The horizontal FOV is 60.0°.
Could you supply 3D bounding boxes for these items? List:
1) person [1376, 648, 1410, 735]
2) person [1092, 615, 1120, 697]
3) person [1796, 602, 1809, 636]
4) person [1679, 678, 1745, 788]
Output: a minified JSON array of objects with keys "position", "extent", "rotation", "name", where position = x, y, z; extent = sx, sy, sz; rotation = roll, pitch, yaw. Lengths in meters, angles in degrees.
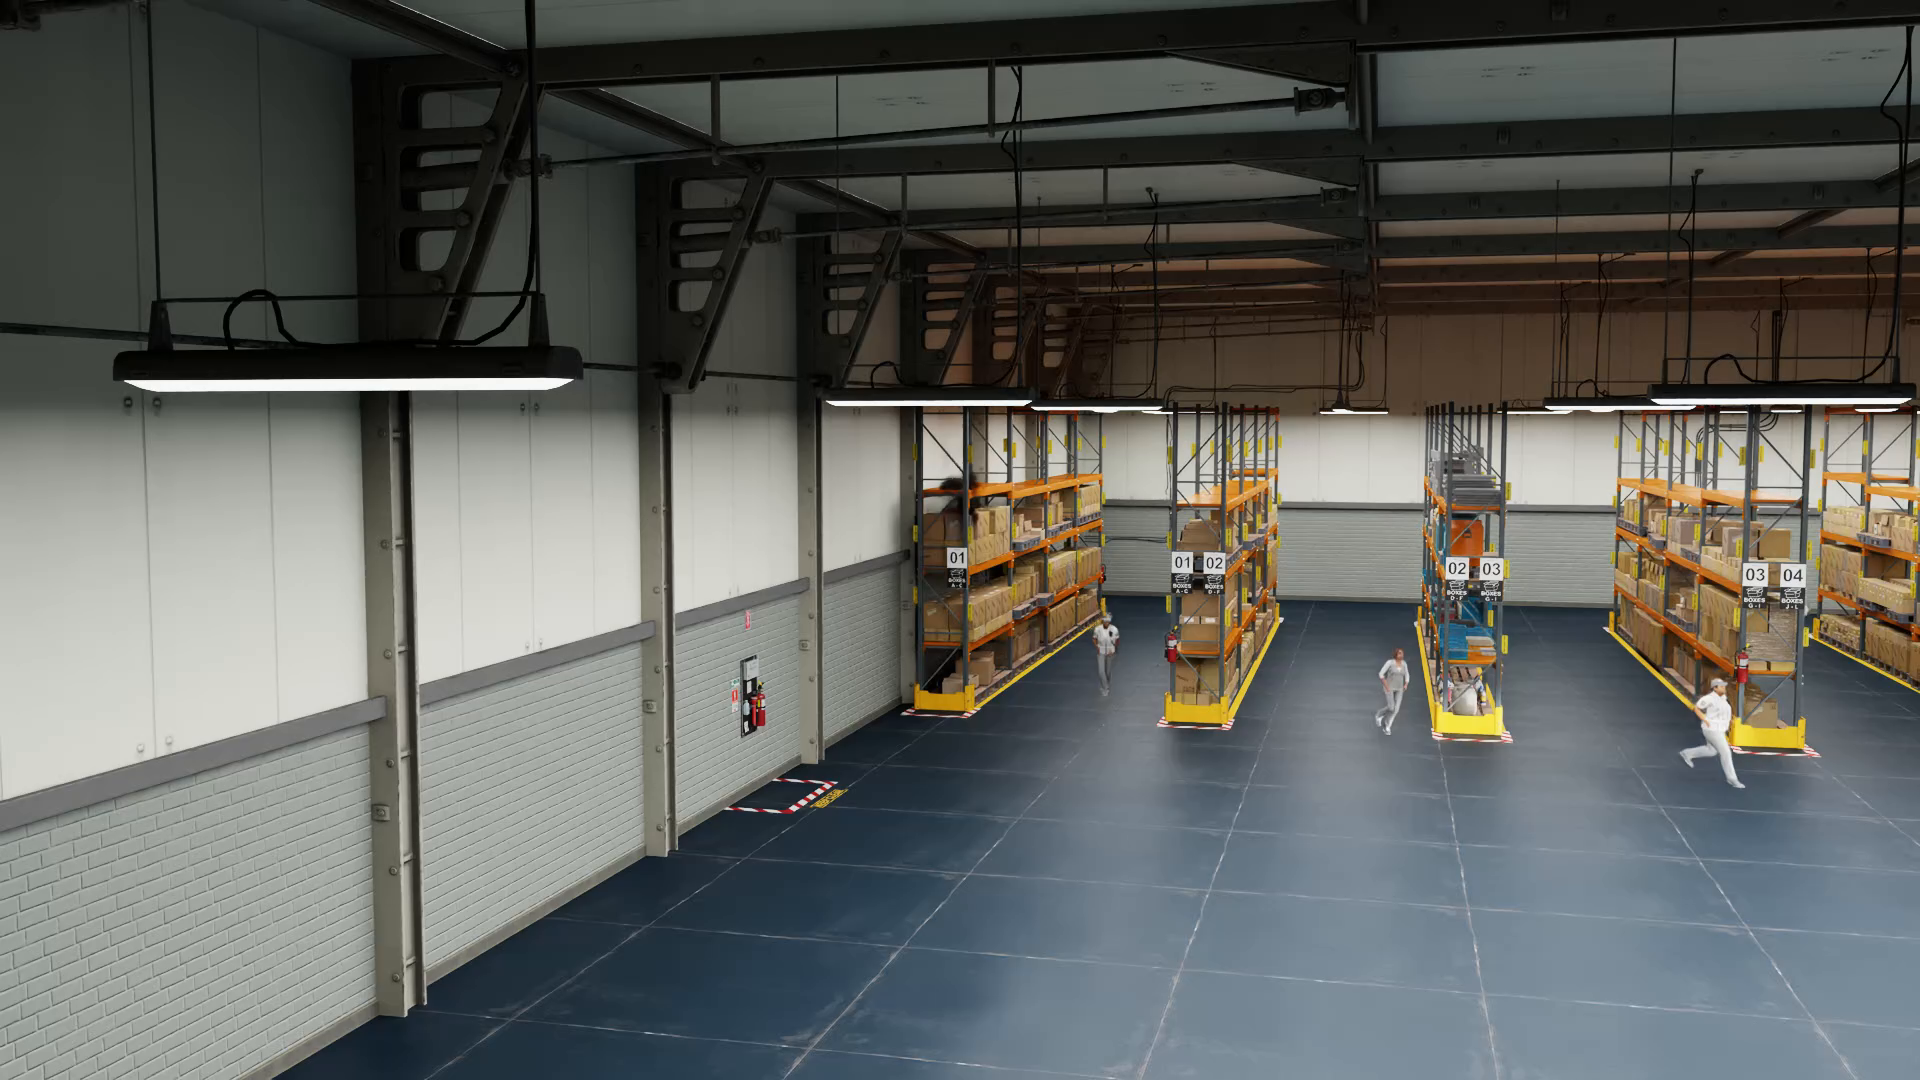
[{"position":[7.900,2.729,30.213],"extent":[0.553,1.555,0.489],"rotation":[-1,4,-11],"name":"person"},{"position":[2.877,2.239,32.732],"extent":[0.544,1.631,0.777],"rotation":[0,4,7],"name":"person"},{"position":[20.144,1.936,40.188],"extent":[0.582,1.678,0.582],"rotation":[2,5,22],"name":"person"},{"position":[11.816,2.996,26.085],"extent":[0.577,1.680,1.075],"rotation":[-4,6,-44],"name":"person"}]
